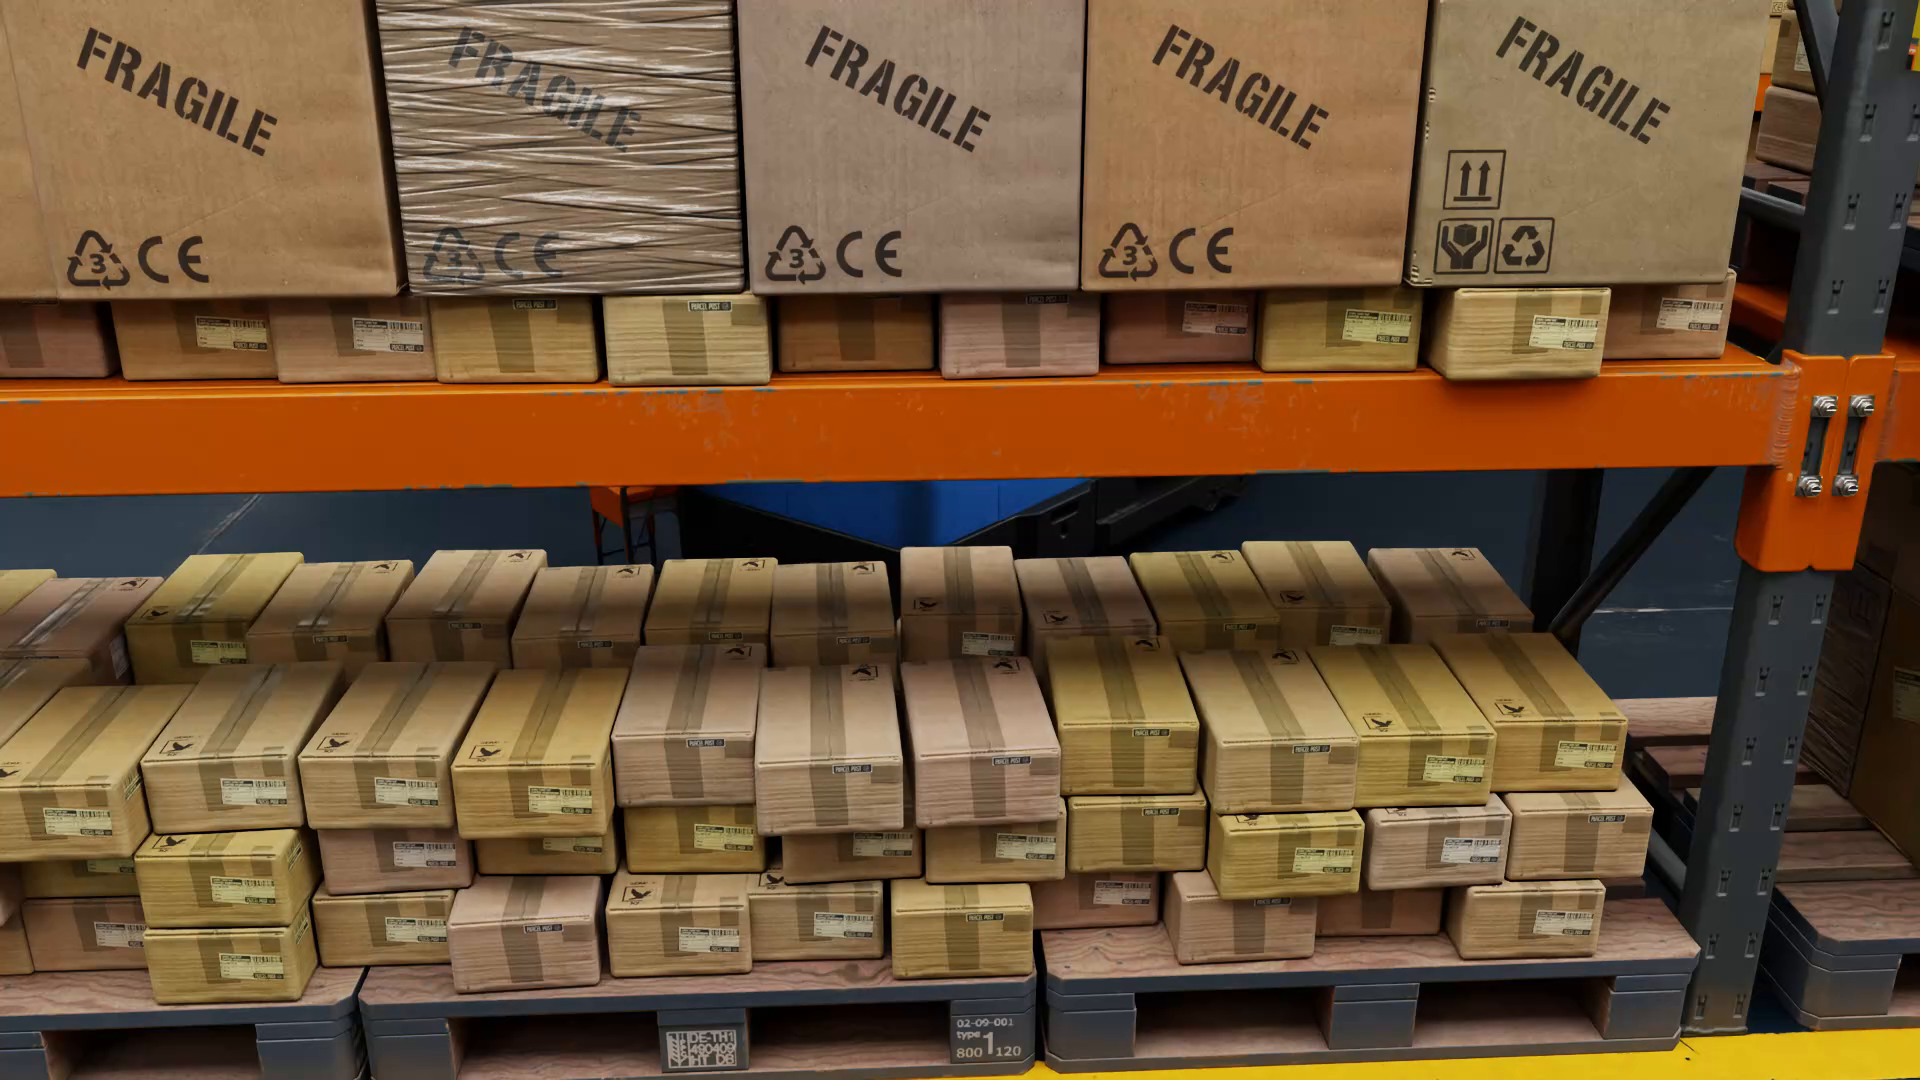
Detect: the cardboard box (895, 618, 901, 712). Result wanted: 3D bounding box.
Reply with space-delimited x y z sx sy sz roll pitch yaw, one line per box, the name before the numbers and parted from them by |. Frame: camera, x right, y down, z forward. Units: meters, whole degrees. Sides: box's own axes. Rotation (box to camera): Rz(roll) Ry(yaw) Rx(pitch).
cardboard box | -0.015 0.309 3.593 0.250 0.149 0.380 0 21 -1

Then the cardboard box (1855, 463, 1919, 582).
cardboard box | 2.128 -0.122 3.595 0.500 0.250 0.500 -2 21 -4

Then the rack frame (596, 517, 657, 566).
rack frame | -1.080 -0.390 5.162 0.200 1.050 0.008 -16 26 -32

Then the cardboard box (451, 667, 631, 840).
cardboard box | -0.739 0.377 2.995 0.250 0.149 0.380 -1 21 -2

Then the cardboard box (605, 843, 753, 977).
cardboard box | -0.509 0.646 3.126 0.250 0.149 0.380 -1 21 -3

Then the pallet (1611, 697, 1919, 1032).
pallet | 2.176 0.648 3.621 1.213 0.211 1.003 -1 21 -3

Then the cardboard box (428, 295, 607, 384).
cardboard box | -0.698 -0.380 2.756 0.250 0.149 0.380 0 21 -1

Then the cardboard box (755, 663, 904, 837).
cardboard box | -0.239 0.372 3.009 0.250 0.149 0.380 -2 21 -5

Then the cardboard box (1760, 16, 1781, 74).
cardboard box | 3.506 -2.283 7.613 0.500 0.250 0.500 -1 21 -4

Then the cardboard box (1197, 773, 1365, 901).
cardboard box | 0.567 0.499 3.092 0.250 0.149 0.380 -2 21 -5

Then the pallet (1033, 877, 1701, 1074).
pallet | 0.731 0.691 3.510 1.213 0.211 1.003 -1 21 -3

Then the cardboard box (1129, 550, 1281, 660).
cardboard box | 0.515 0.160 3.565 0.250 0.149 0.380 -1 21 -4

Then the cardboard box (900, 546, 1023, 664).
cardboard box | -0.002 0.150 3.593 0.250 0.149 0.380 -1 21 -2

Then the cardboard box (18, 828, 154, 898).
cardboard box | -1.541 0.498 3.095 0.250 0.149 0.380 -1 21 -2

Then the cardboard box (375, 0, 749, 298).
cardboard box | -0.599 -0.692 2.664 0.500 0.500 0.500 -2 21 -4

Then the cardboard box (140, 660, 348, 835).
cardboard box | -1.282 0.368 3.018 0.250 0.149 0.380 -2 21 -6

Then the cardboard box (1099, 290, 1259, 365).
cardboard box | 0.345 -0.423 2.870 0.250 0.149 0.380 -2 21 -5

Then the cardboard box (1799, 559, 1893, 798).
cardboard box | 2.124 0.229 3.727 0.500 0.500 0.500 -2 21 -4

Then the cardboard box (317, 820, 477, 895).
cardboard box | -1.019 0.493 3.110 0.250 0.149 0.380 -2 21 -6

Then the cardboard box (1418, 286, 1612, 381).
cardboard box | 0.877 -0.388 2.778 0.250 0.149 0.380 -2 21 -4

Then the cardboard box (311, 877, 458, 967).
cardboard box | -1.038 0.635 3.155 0.250 0.149 0.380 -1 21 -3

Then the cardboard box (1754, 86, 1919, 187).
cardboard box | 1.784 -0.796 3.258 0.250 0.149 0.380 -2 21 -4

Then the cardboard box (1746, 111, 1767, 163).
cardboard box | 3.424 -1.678 8.209 0.875 0.875 0.875 -1 21 -2

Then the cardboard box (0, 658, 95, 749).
cardboard box | -1.783 0.362 3.034 0.250 0.149 0.380 -1 21 -2

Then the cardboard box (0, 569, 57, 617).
cardboard box | -2.080 0.200 3.460 0.250 0.149 0.380 -1 21 -2

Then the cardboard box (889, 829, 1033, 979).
cardboard box | -0.006 0.648 3.121 0.250 0.149 0.380 -1 21 -3

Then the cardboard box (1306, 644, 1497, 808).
cardboard box | 0.806 0.338 3.097 0.250 0.149 0.380 -1 21 -2

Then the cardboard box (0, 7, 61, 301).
cardboard box | -1.597 -0.674 2.617 0.500 0.500 0.500 -1 21 -3

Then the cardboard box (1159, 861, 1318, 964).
cardboard box | 0.503 0.630 3.166 0.250 0.149 0.380 -2 21 -5

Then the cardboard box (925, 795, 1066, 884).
cardboard box | 0.058 0.482 3.138 0.250 0.149 0.380 -1 21 -2

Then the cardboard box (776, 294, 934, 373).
cardboard box | -0.179 -0.405 2.823 0.250 0.149 0.380 -1 21 -4

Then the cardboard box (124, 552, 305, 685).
cardboard box | -1.575 0.165 3.553 0.250 0.149 0.380 -2 21 -4

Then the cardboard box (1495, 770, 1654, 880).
cardboard box | 1.103 0.478 3.149 0.250 0.149 0.380 -1 21 -2

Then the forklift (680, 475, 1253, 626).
forklift | 0.413 -1.566 5.616 1.130 2.935 3.031 15 26 35

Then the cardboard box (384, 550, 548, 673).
cardboard box | -1.048 0.157 3.573 0.250 0.149 0.380 0 21 -1

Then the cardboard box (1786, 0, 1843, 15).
cardboard box | 1.789 -1.073 3.150 0.250 0.149 0.380 0 21 -1

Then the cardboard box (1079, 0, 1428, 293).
cardboard box | 0.414 -0.704 2.696 0.500 0.500 0.500 -2 21 -5

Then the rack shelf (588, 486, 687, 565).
rack shelf | -1.002 -0.087 5.176 0.215 0.259 0.240 -16 26 -32

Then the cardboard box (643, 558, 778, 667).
cardboard box | -0.518 0.176 3.524 0.250 0.149 0.380 -1 21 -3

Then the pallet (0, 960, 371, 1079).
pallet | -1.705 0.740 3.380 1.213 0.211 1.003 -1 21 -3

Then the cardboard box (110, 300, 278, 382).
cardboard box | -1.206 -0.387 2.775 0.250 0.149 0.380 -1 21 -4

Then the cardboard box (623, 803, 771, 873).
cardboard box | -0.480 0.470 3.168 0.250 0.149 0.380 0 21 -1

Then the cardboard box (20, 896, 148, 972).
cardboard box | -1.549 0.640 3.141 0.250 0.149 0.380 -1 21 -2

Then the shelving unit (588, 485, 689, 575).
shelving unit | -1.009 -0.355 5.069 0.215 1.050 0.252 -16 26 -32

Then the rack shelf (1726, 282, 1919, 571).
rack shelf | 3.396 -0.343 3.317 4.000 0.370 1.077 -1 21 -3

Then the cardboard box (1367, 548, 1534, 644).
cardboard box | 1.044 0.153 3.584 0.250 0.149 0.380 0 21 -1

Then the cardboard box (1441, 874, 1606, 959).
cardboard box | 1.027 0.627 3.176 0.250 0.149 0.380 -1 21 -2

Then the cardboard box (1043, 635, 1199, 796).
cardboard box | 0.294 0.324 3.136 0.250 0.149 0.380 0 21 -1

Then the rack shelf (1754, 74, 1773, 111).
rack shelf | 3.013 -2.099 7.930 4.000 0.370 1.077 -1 21 -3
